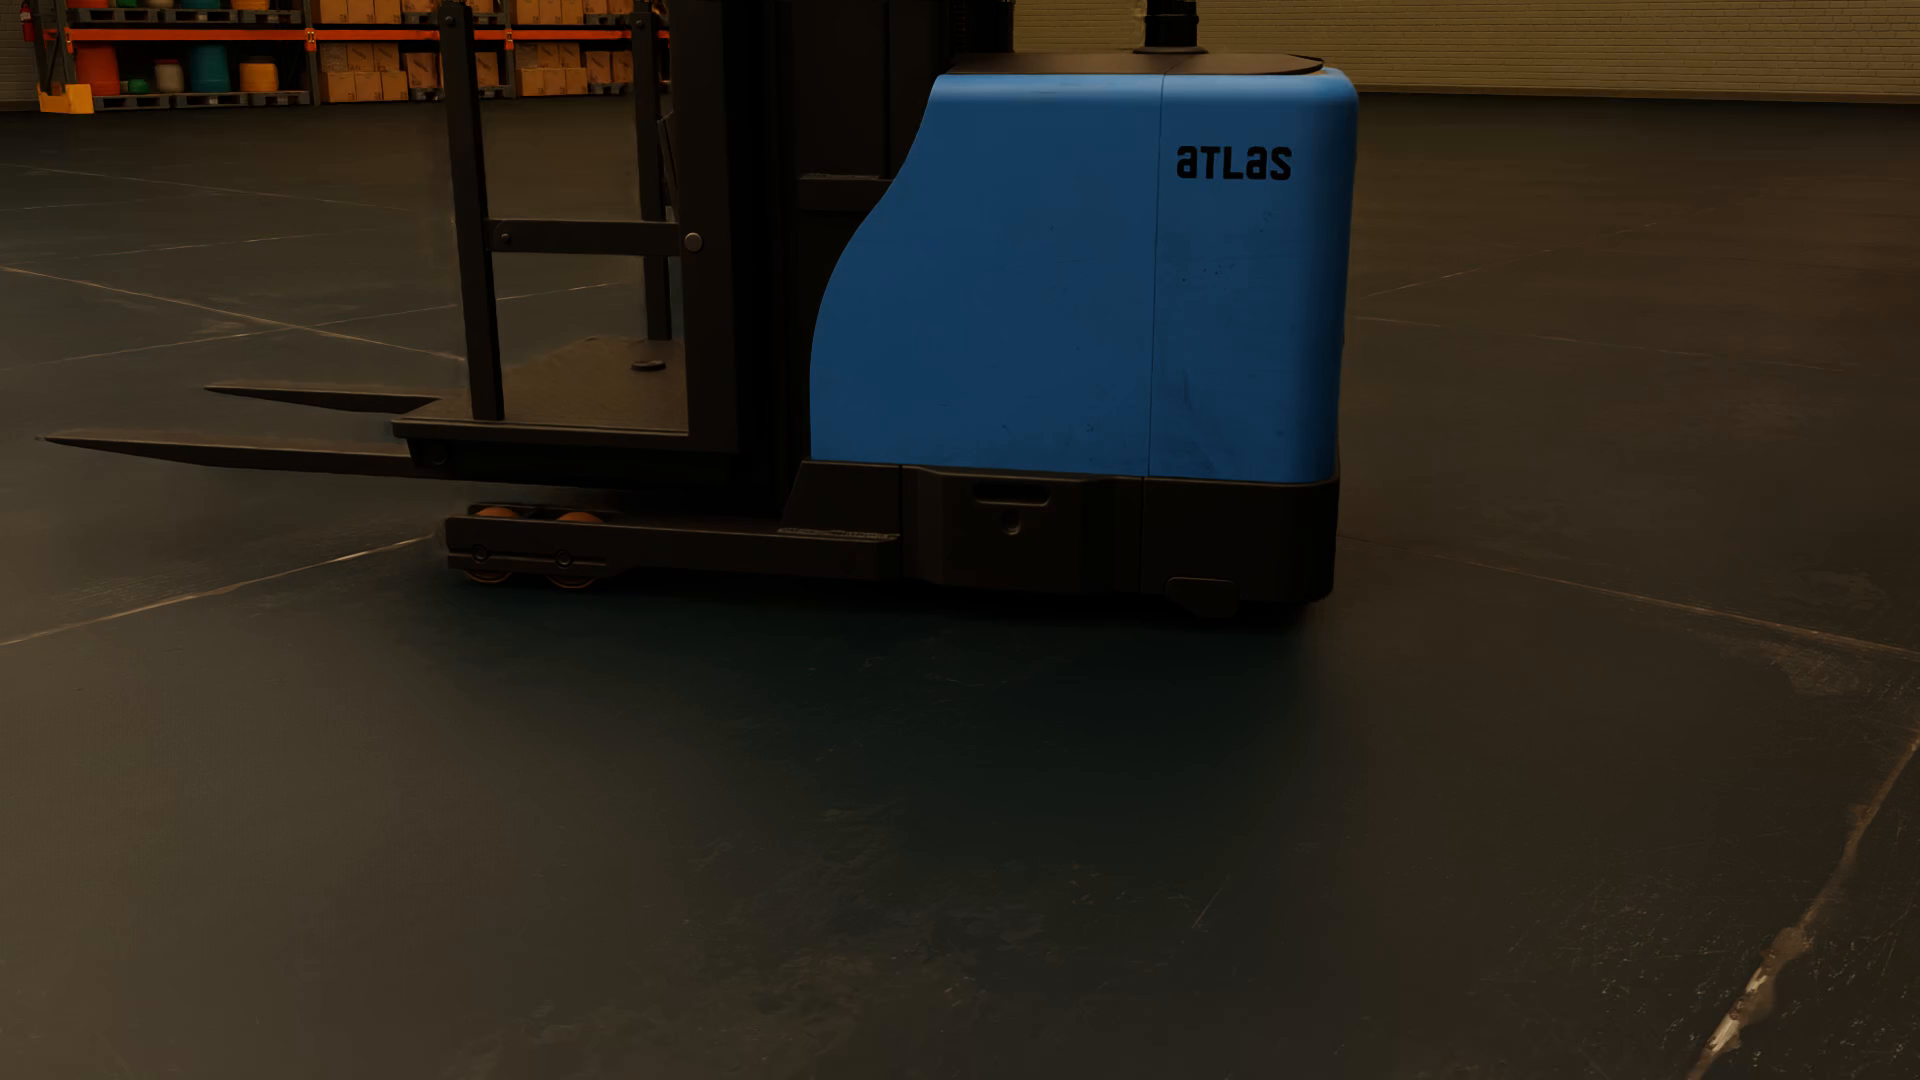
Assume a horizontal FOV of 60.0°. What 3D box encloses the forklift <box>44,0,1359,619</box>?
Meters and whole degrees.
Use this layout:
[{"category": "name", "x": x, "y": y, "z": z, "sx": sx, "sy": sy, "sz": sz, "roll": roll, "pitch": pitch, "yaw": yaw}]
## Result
[{"category": "forklift", "x": -0.647, "y": -1.441, "z": 3.643, "sx": 3.031, "sy": 2.935, "sz": 1.130, "roll": 3, "pitch": 17, "yaw": 11}]
